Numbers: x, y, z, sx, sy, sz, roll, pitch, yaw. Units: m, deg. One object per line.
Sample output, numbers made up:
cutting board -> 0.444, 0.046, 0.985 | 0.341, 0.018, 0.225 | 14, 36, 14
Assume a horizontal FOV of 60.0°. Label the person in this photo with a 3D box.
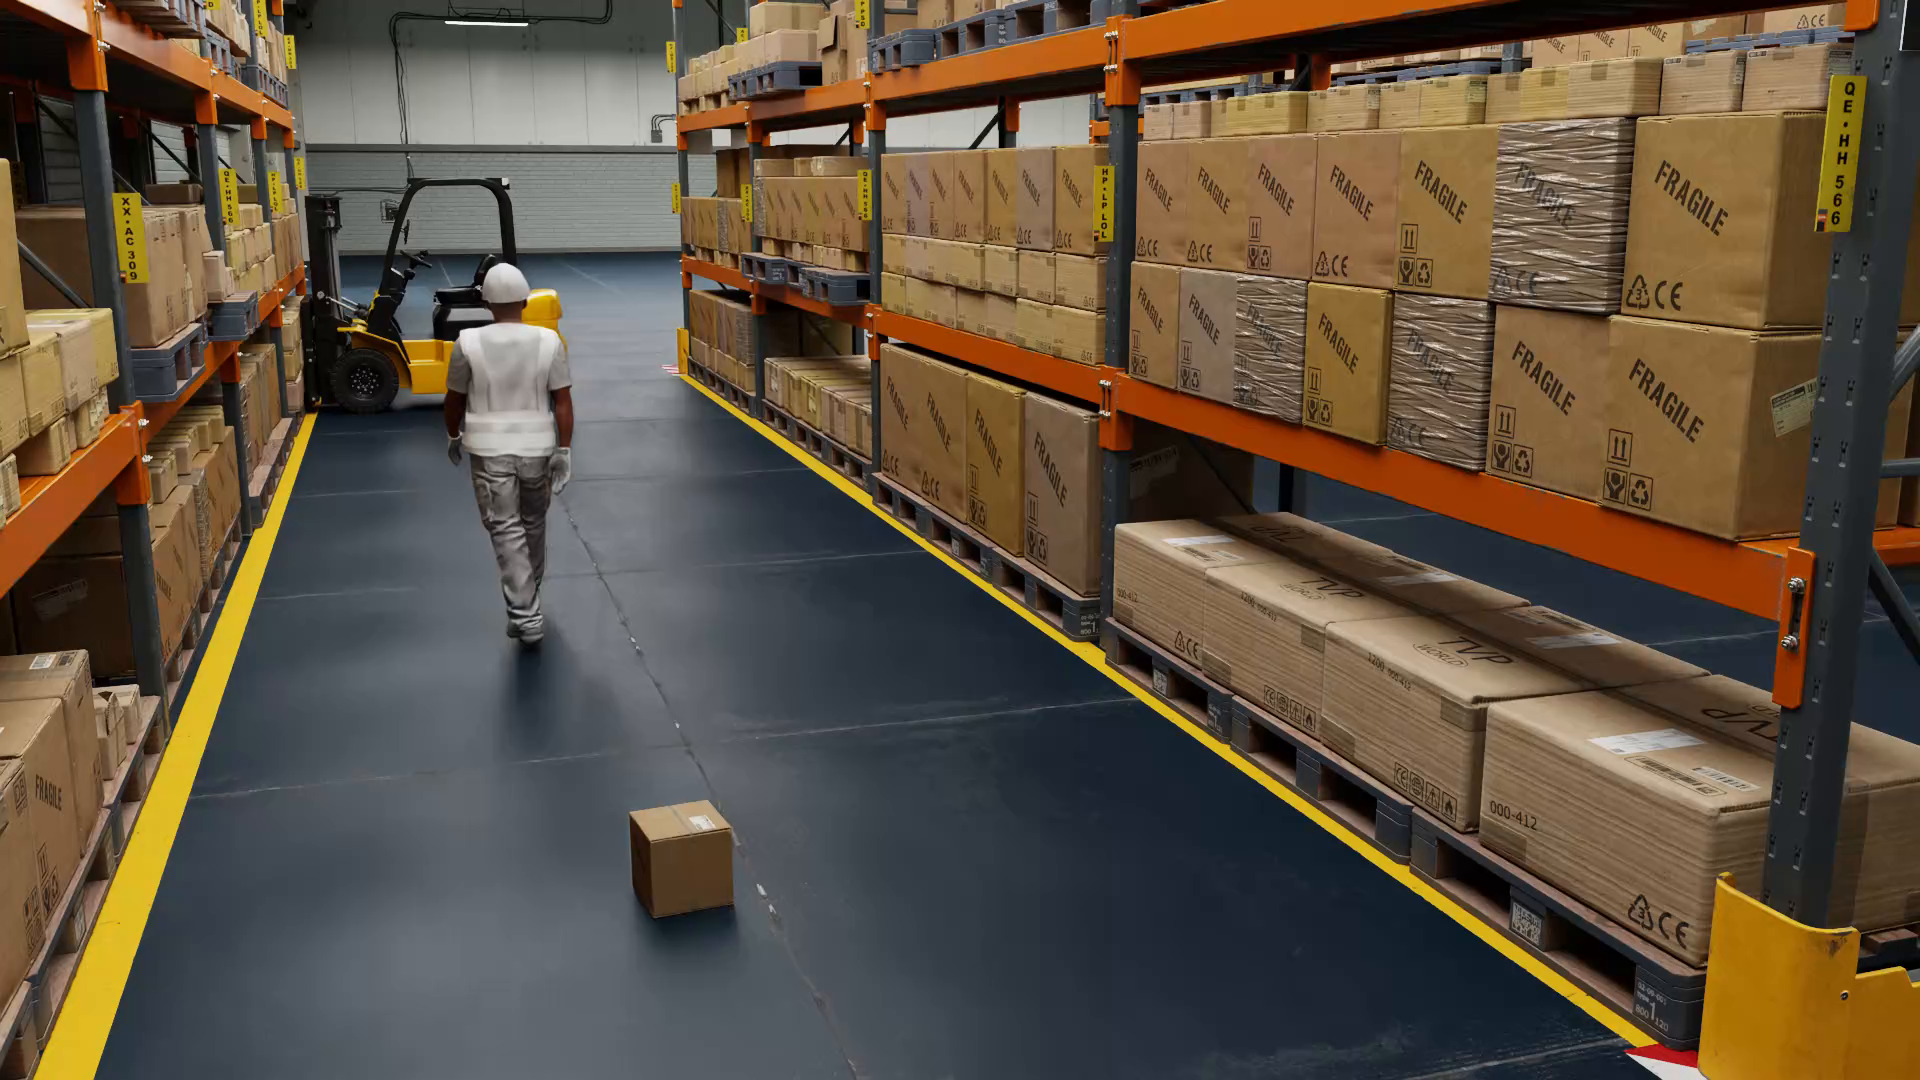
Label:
person -> -2.196, -0.465, 7.974 | 0.546, 1.722, 0.905 | -7, 14, -28
